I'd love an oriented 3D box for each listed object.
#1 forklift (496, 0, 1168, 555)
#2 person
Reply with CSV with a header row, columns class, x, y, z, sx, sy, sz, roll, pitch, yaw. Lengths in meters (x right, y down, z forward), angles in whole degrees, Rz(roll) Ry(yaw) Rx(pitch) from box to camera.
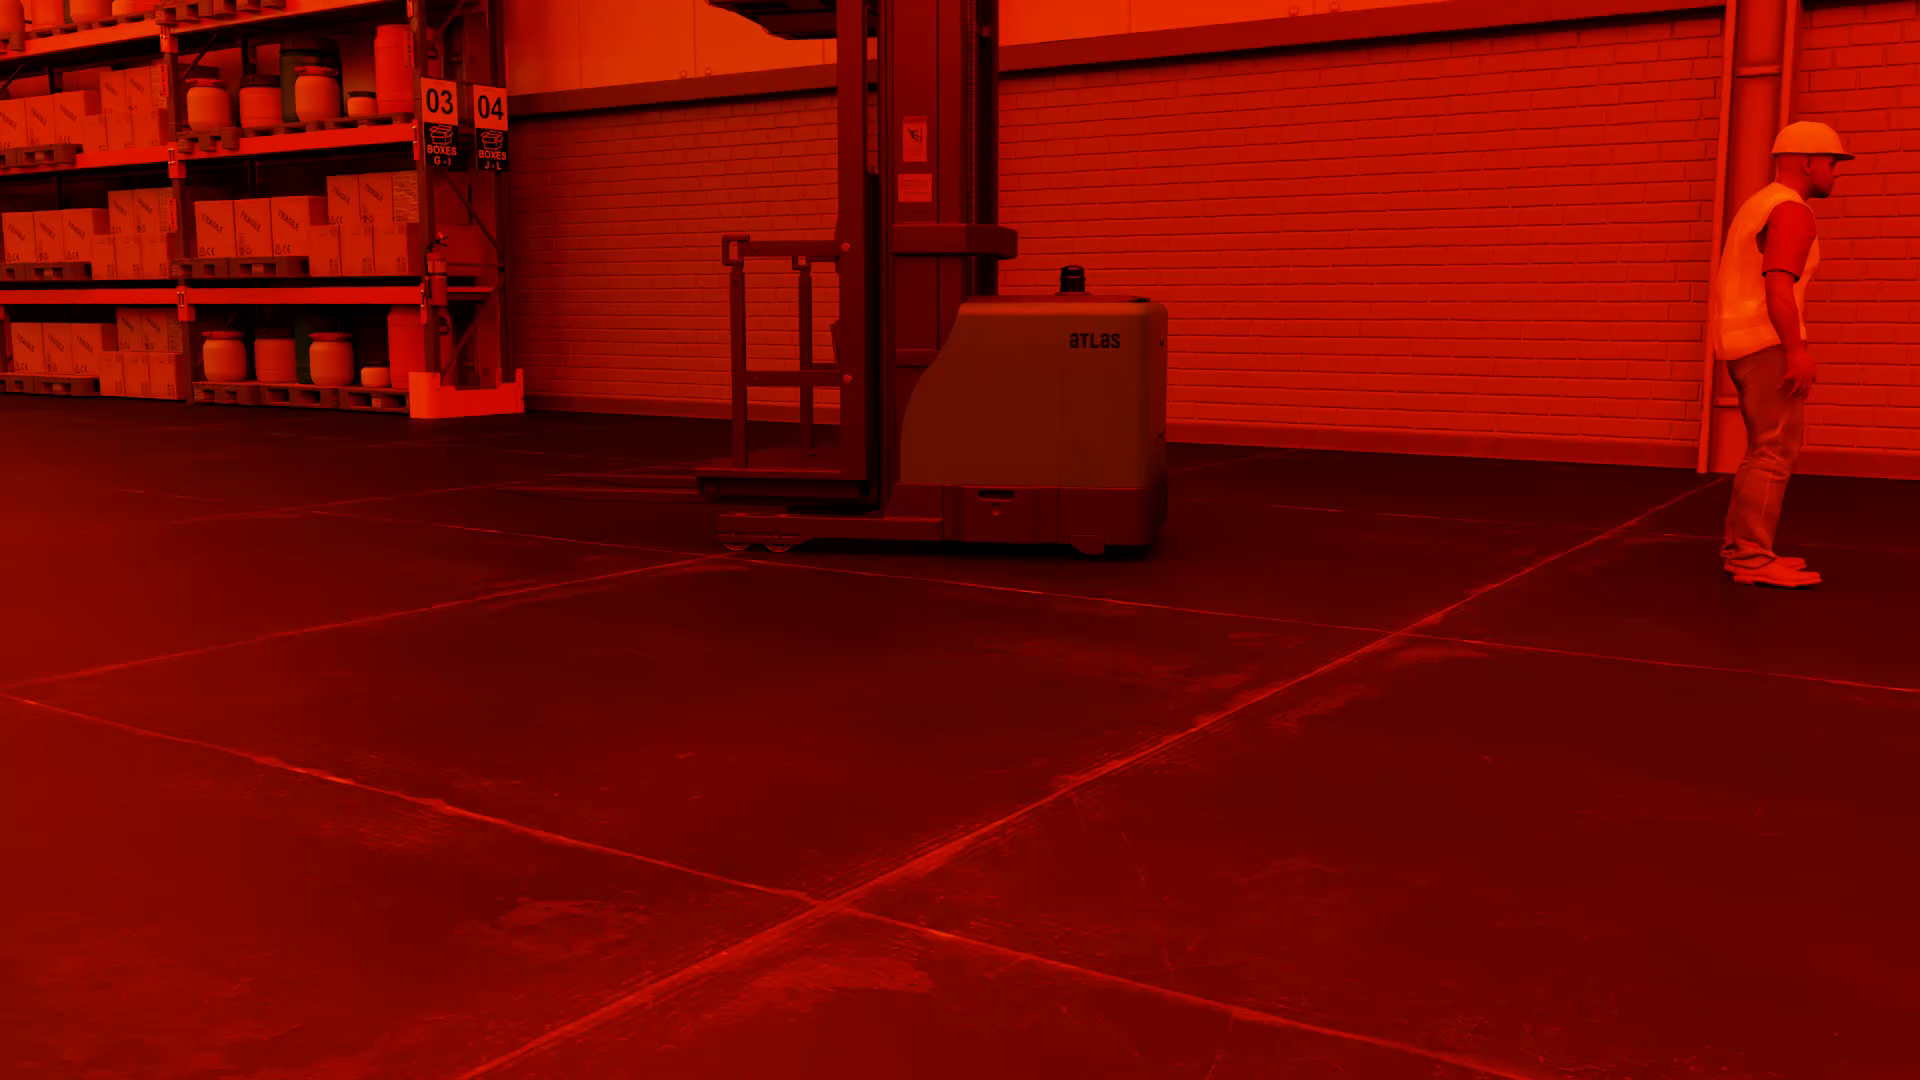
class,x,y,z,sx,sy,sz,roll,pitch,yaw
forklift,-0.596,-1.469,7.520,3.031,2.935,1.130,2,8,12
person,3.169,-0.724,6.454,0.454,1.761,0.636,2,8,17
